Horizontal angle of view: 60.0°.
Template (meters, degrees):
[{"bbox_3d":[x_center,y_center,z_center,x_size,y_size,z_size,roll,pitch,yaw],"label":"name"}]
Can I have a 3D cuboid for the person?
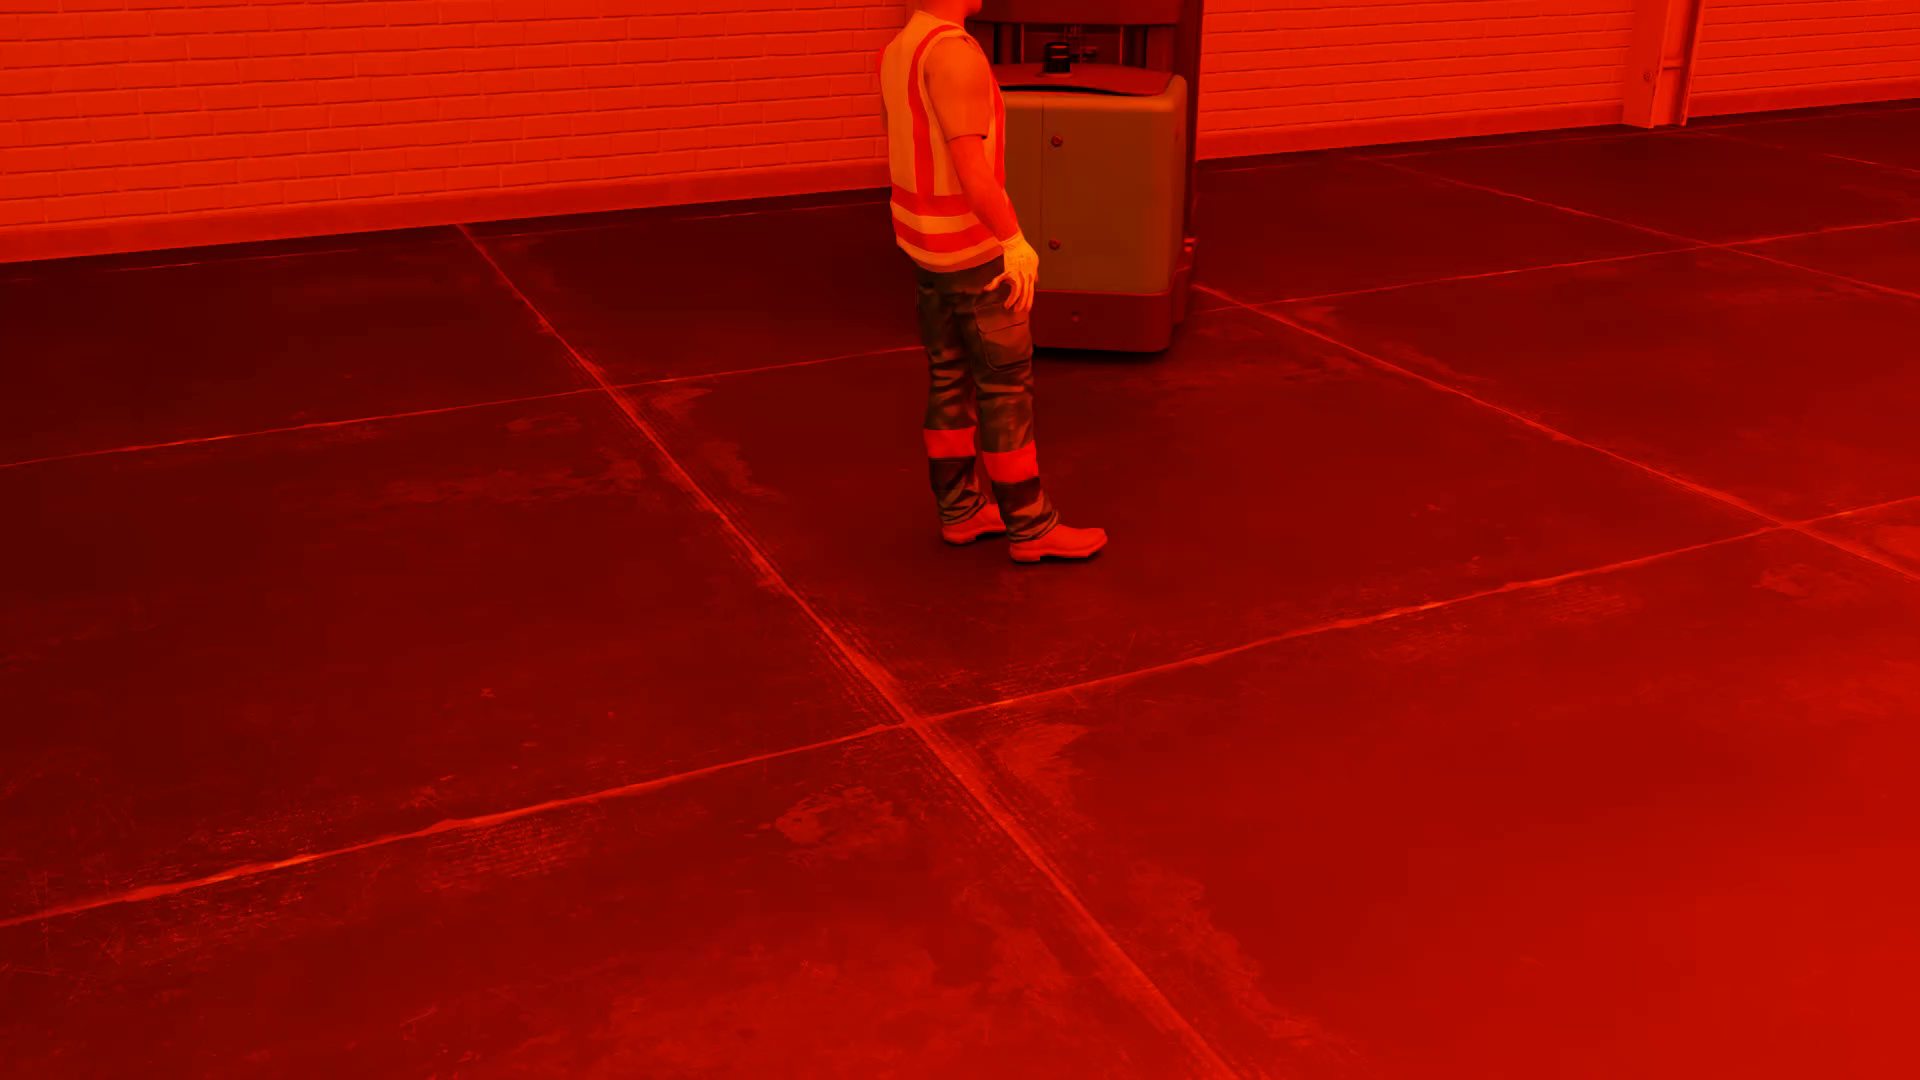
[{"bbox_3d":[0.078,-0.842,4.781,0.563,1.788,0.638,-10,25,-23],"label":"person"}]

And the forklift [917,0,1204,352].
[{"bbox_3d":[0.597,-2.649,7.664,1.130,2.935,3.031,4,23,10],"label":"forklift"}]
